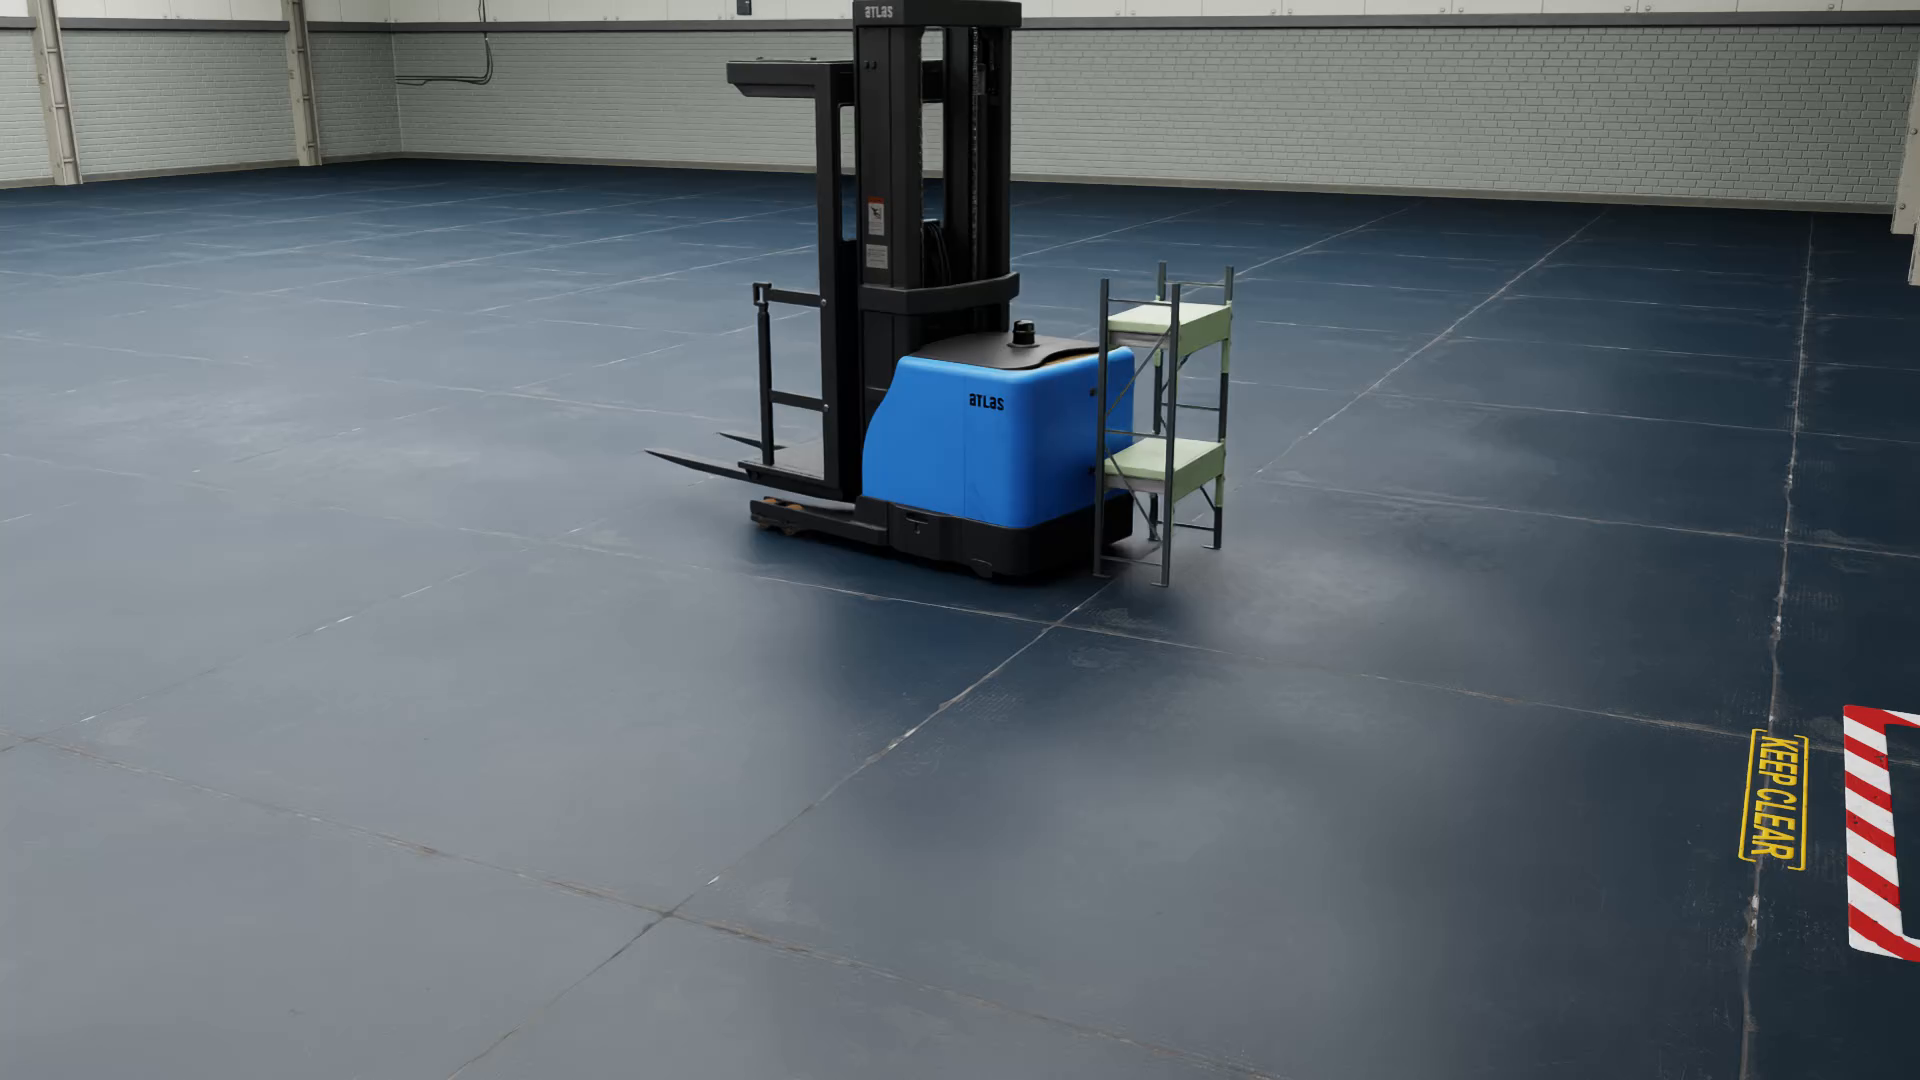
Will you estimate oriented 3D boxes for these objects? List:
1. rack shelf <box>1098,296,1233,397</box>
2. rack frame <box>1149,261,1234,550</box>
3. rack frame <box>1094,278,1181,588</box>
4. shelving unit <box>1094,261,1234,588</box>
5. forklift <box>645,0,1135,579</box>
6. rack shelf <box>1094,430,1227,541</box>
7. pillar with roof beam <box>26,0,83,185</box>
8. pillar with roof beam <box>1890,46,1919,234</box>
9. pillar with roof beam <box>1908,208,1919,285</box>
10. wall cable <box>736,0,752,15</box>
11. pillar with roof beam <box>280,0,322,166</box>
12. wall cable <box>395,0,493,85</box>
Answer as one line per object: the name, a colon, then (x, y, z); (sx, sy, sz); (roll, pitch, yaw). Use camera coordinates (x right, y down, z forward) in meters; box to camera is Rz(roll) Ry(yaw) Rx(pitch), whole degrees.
rack shelf: (1.032, -0.977, 8.311); (0.431, 0.370, 0.720); (9, 19, 27)
rack frame: (1.208, -0.695, 8.729); (0.400, 1.500, 0.023); (9, 19, 27)
rack frame: (0.856, -0.512, 8.114); (0.400, 1.500, 0.023); (9, 19, 27)
shelving unit: (1.032, -0.603, 8.422); (0.431, 1.500, 0.755); (9, 19, 27)
forklift: (-0.535, -1.537, 9.051); (3.031, 2.935, 1.130); (13, 21, 38)
rack shelf: (1.032, -0.291, 8.515); (0.431, 0.370, 0.720); (9, 19, 27)
pillar with roof beam: (-13.444, -10.669, 29.140); (9.100, 9.000, 0.400); (8, 18, 25)
pillar with roof beam: (9.714, -9.285, 24.481); (9.100, 9.000, 0.400); (8, 18, 25)
pillar with roof beam: (7.033, -7.757, 19.336); (9.100, 9.000, 0.400); (8, 18, 25)
wall cable: (-3.629, -13.746, 33.526); (2.305, 6.003, 0.169); (8, 18, 25)
pillar with roof beam: (-10.763, -12.197, 34.286); (9.100, 9.000, 0.400); (8, 18, 25)
wall cable: (-12.115, -11.839, 38.532); (3.097, 2.526, 0.112); (8, 18, 25)
